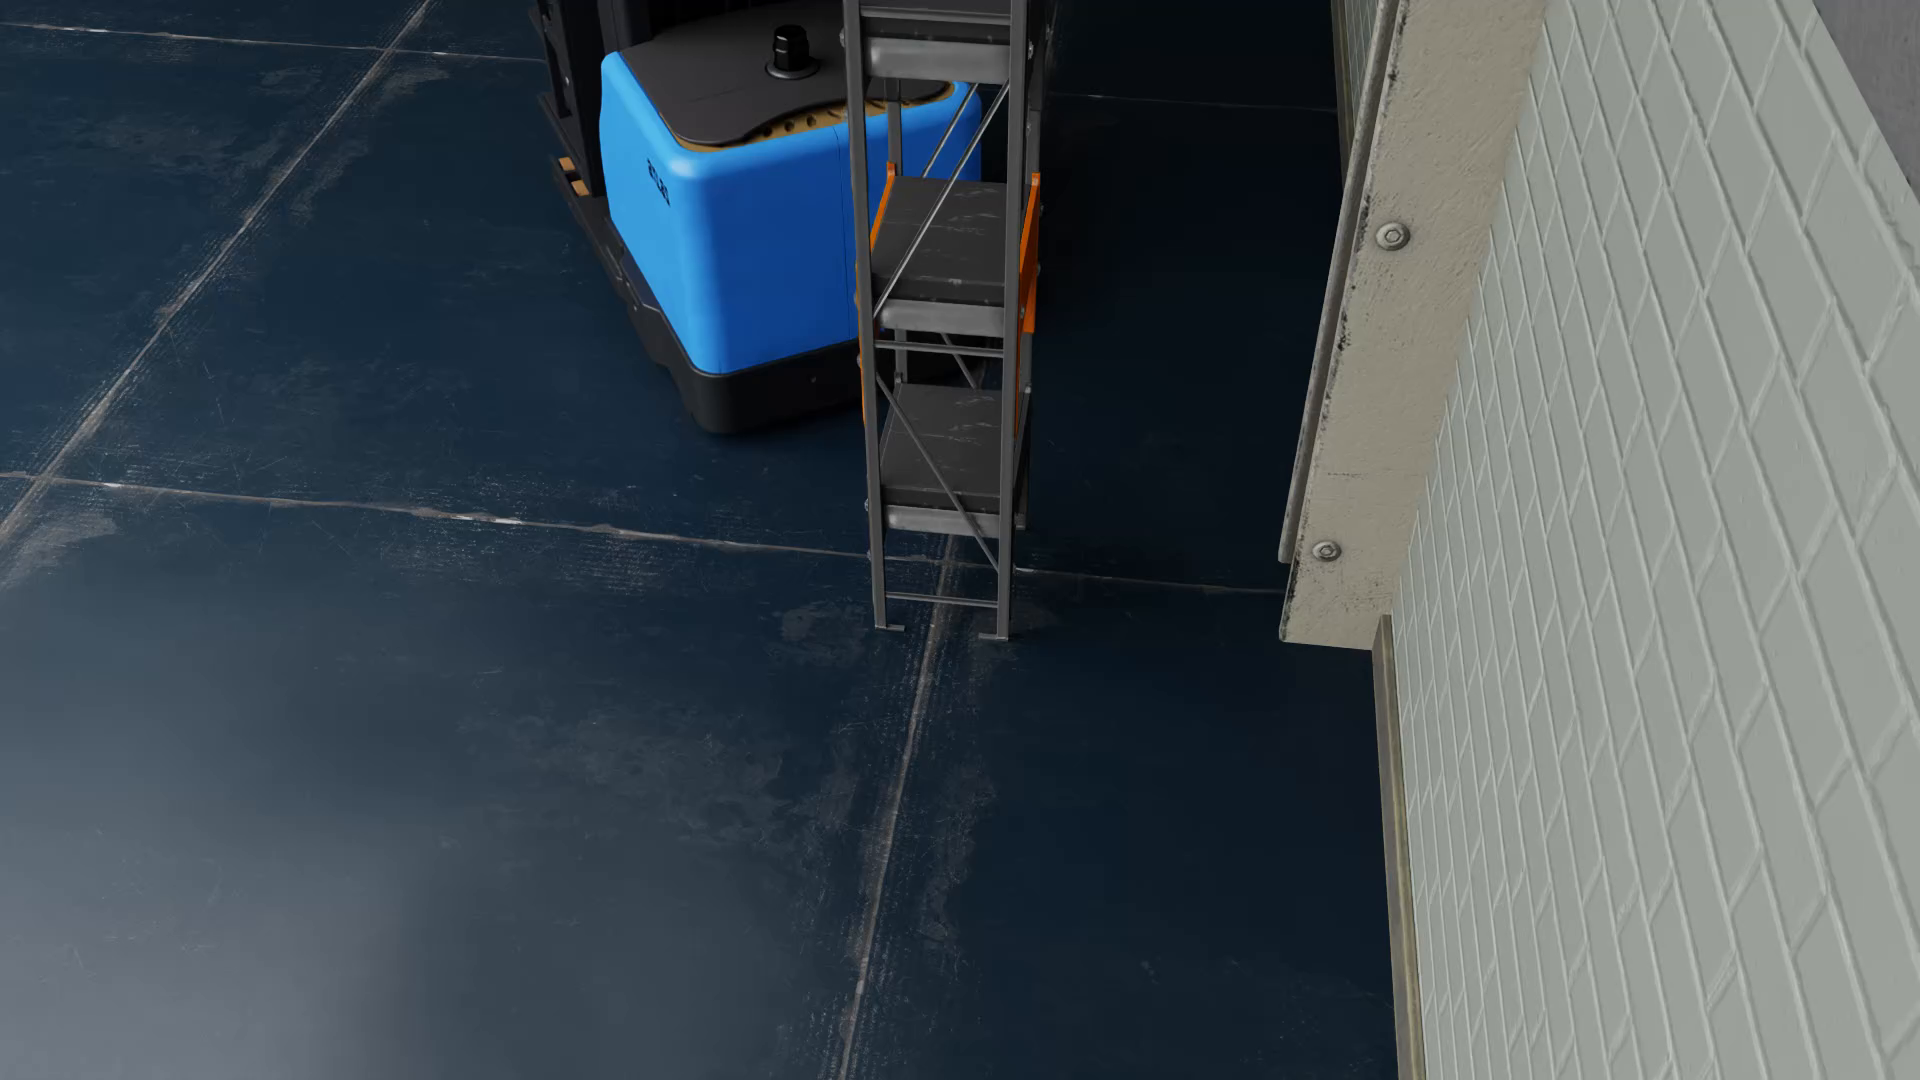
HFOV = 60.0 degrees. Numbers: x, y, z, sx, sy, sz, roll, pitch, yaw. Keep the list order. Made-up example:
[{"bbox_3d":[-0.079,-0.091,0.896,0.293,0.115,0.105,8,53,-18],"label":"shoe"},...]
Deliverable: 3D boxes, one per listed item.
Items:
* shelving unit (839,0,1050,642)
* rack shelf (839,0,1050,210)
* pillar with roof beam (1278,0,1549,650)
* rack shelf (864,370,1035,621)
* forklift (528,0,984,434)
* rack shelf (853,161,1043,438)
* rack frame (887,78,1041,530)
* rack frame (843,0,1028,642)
[{"bbox_3d":[-0.022,-0.650,4.409,0.431,2.100,0.503,5,44,6],"label":"shelving unit"},{"bbox_3d":[-0.022,-1.148,3.937,0.431,0.518,0.480,5,44,6],"label":"rack shelf"},{"bbox_3d":[-3.141,-3.481,2.381,9.100,9.000,0.400,5,44,6],"label":"pillar with roof beam"},{"bbox_3d":[-0.022,-0.131,4.900,0.431,0.518,0.480,5,44,6],"label":"rack shelf"},{"bbox_3d":[-0.990,-2.436,5.691,1.130,2.935,3.031,-18,46,-18],"label":"forklift"},{"bbox_3d":[-0.022,-0.640,4.418,0.431,0.518,0.480,5,44,6],"label":"rack shelf"},{"bbox_3d":[0.010,-0.816,4.585,0.400,2.100,0.015,5,44,6],"label":"rack frame"},{"bbox_3d":[-0.054,-0.483,4.233,0.400,2.100,0.015,5,44,6],"label":"rack frame"}]
